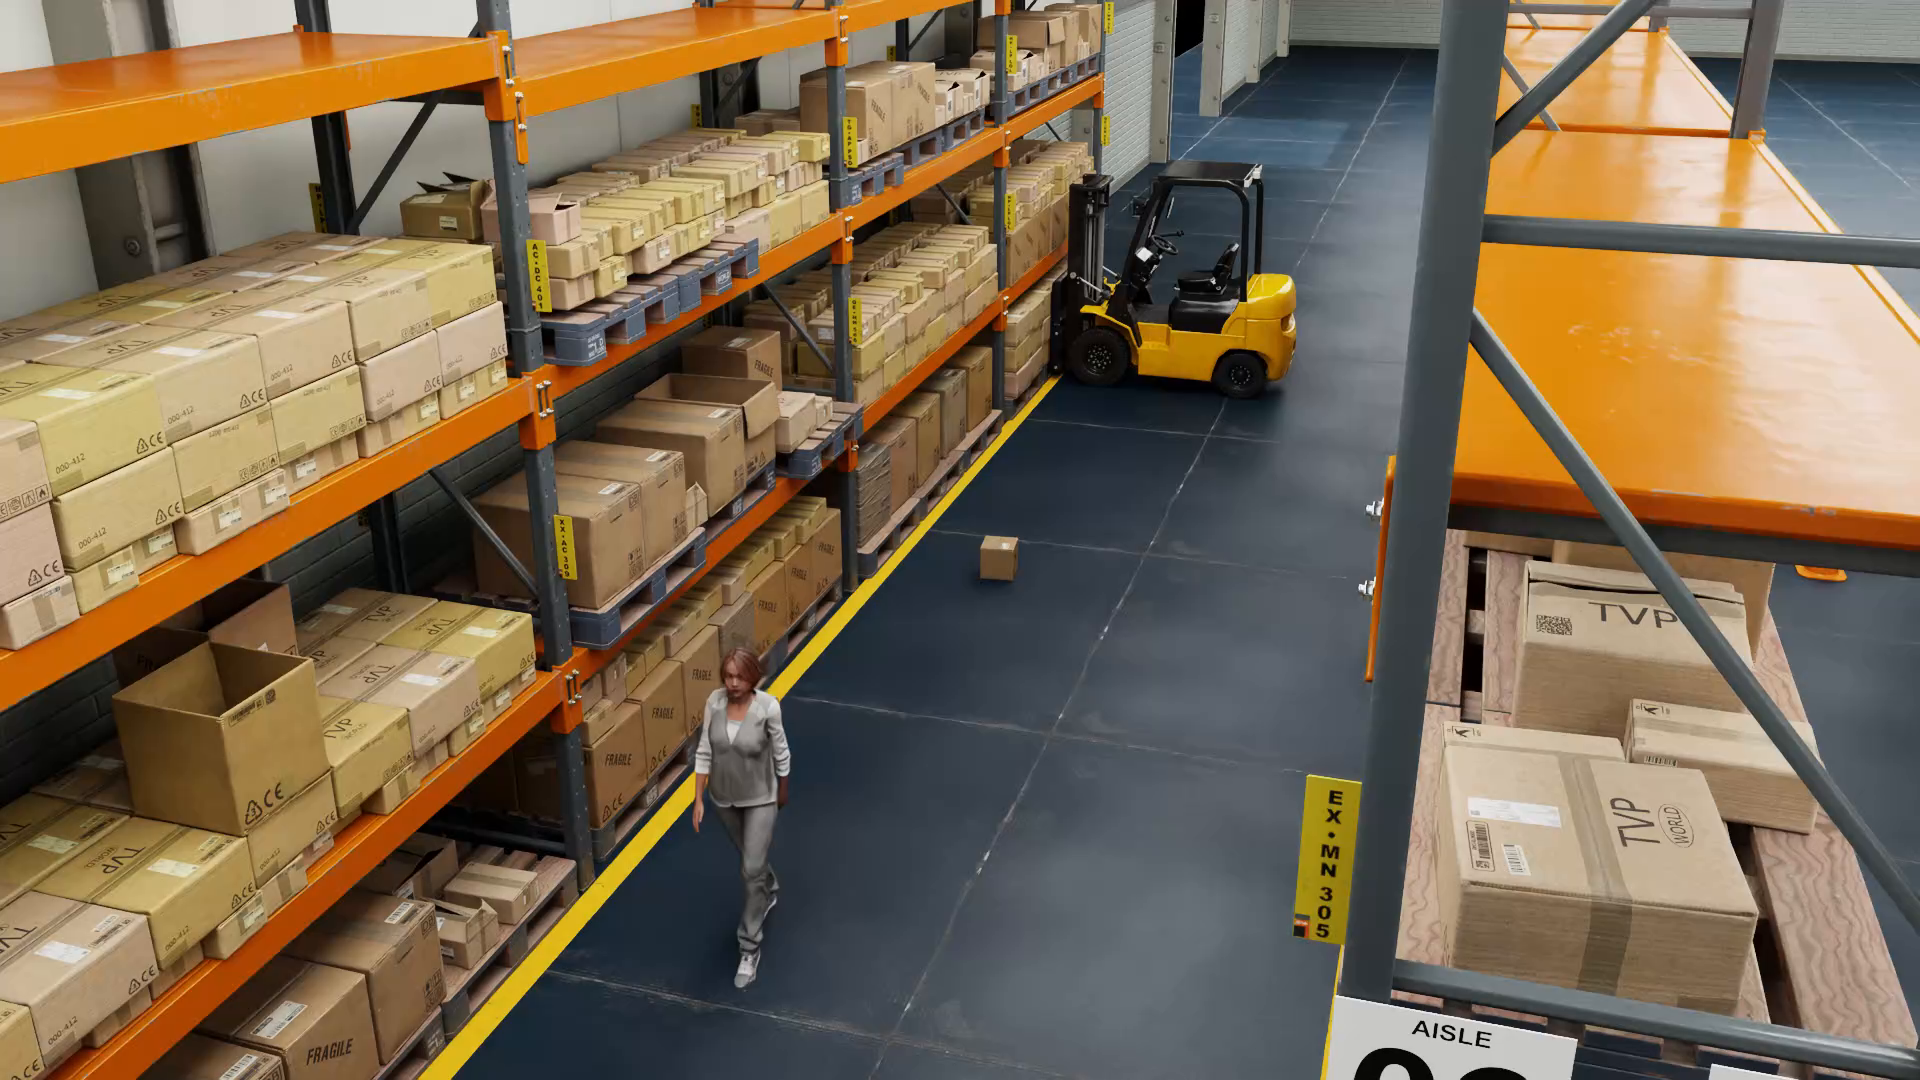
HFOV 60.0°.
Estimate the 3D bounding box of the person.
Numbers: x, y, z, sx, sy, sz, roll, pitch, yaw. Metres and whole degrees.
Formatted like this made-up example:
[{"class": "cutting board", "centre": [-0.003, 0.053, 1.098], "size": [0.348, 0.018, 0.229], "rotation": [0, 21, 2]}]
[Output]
[{"class": "person", "centre": [-1.059, 1.279, 7.981], "size": [0.408, 1.616, 0.728], "rotation": [7, 23, 16]}]
